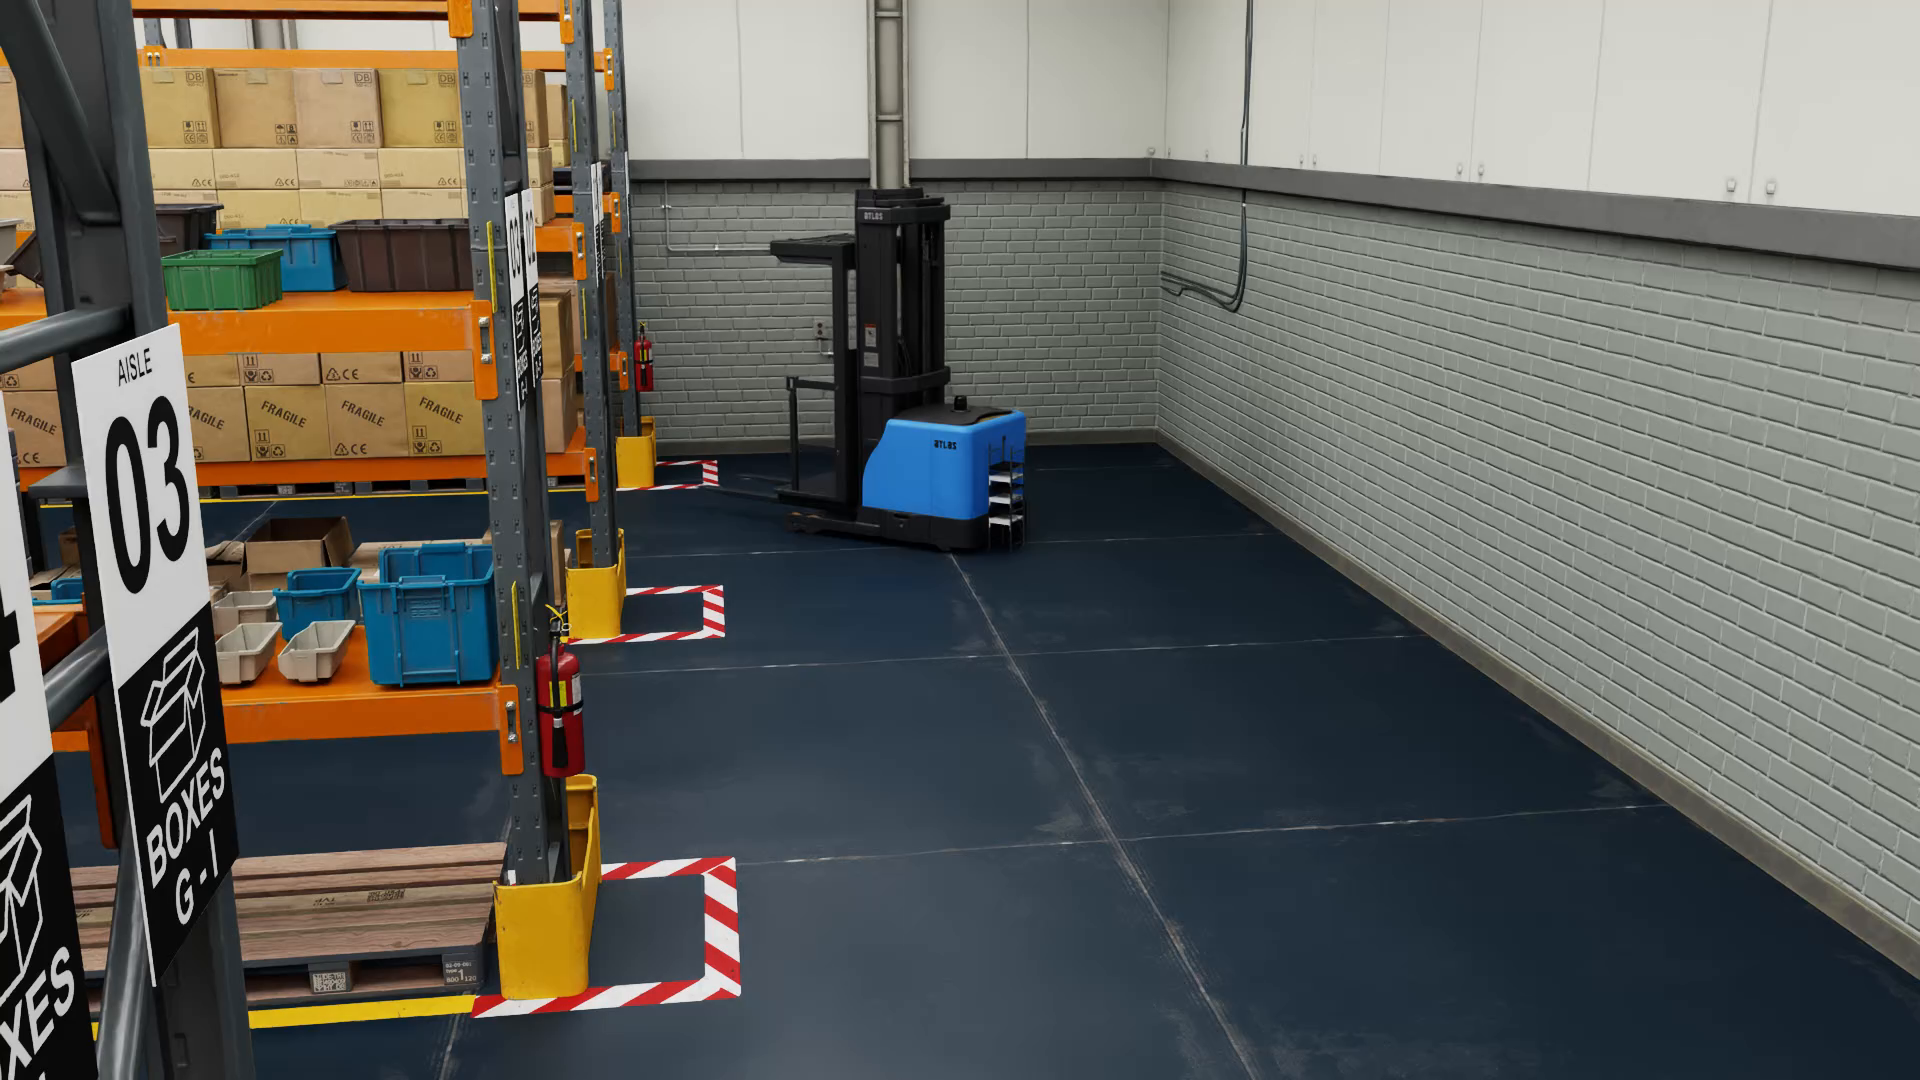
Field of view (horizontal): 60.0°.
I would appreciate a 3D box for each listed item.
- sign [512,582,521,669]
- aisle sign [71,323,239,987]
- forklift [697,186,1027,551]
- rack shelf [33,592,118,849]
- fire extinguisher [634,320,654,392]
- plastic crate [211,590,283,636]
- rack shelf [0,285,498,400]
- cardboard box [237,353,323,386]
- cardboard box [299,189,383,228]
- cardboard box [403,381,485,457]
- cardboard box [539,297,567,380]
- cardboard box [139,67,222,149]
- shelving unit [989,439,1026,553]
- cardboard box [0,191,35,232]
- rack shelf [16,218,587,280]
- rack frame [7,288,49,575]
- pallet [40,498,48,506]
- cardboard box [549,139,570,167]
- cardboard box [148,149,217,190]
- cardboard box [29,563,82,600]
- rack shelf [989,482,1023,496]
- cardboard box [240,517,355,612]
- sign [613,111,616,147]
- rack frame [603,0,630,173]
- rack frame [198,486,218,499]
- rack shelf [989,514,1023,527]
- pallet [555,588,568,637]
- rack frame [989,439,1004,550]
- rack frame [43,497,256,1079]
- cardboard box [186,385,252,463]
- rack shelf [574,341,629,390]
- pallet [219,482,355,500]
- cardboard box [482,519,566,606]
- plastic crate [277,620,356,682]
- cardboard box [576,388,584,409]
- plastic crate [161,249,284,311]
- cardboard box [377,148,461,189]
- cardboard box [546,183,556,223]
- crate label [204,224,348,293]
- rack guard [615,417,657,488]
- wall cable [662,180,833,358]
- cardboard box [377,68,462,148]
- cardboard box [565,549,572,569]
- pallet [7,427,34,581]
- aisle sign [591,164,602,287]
[{"bbox_3d":[-1.709,0.329,6.407,0.005,0.325,0.100,-2,14,-8],"label":"sign"},{"bbox_3d":[-1.042,0.132,2.184,0.004,0.787,0.394,-2,14,-8],"label":"aisle sign"},{"bbox_3d":[-0.949,-1.573,14.469,3.031,2.935,1.130,8,16,30],"label":"forklift"},{"bbox_3d":[-3.047,0.434,1.636,4.000,0.370,1.077,-2,14,-8],"label":"rack shelf"},{"bbox_3d":[-3.065,-1.783,16.089,0.183,0.674,0.296,-2,14,-8],"label":"fire extinguisher"},{"bbox_3d":[-3.100,0.321,7.192,0.298,0.136,0.250,-2,14,-8],"label":"plastic crate"},{"bbox_3d":[-3.784,-0.757,6.386,4.000,0.370,1.077,-2,14,-8],"label":"rack shelf"},{"bbox_3d":[-4.459,-1.309,11.015,0.500,0.500,0.500,-2,14,-7],"label":"cardboard box"},{"bbox_3d":[-3.998,-2.178,10.884,0.500,0.250,0.500,-2,14,-8],"label":"cardboard box"},{"bbox_3d":[-3.456,-0.862,11.288,0.500,0.500,0.500,-2,14,-8],"label":"cardboard box"},{"bbox_3d":[-2.940,-1.366,11.242,0.500,0.500,0.500,-2,14,-9],"label":"cardboard box"},{"bbox_3d":[-5.012,-2.789,10.749,0.500,0.500,0.700,-2,14,-8],"label":"cardboard box"},{"bbox_3d":[0.391,-0.364,13.822,0.210,0.900,0.258,8,16,30],"label":"shelving unit"},{"bbox_3d":[-5.979,-2.110,10.612,0.500,0.250,0.500,-2,14,-8],"label":"cardboard box"},{"bbox_3d":[-4.519,-1.949,11.138,4.000,0.370,1.077,-2,14,-8],"label":"rack shelf"},{"bbox_3d":[-6.496,-0.770,11.126,0.127,3.000,1.000,-2,14,-8],"label":"rack frame"},{"bbox_3d":[-9.199,-0.518,15.853,1.213,0.211,1.003,-2,14,-8],"label":"pallet"},{"bbox_3d":[-3.967,-3.650,15.685,0.500,0.250,0.500,-2,14,-7],"label":"cardboard box"},{"bbox_3d":[-4.988,-2.386,10.686,0.500,0.250,0.500,-2,14,-8],"label":"cardboard box"},{"bbox_3d":[-6.049,0.358,11.253,0.500,0.311,0.500,-2,14,-8],"label":"cardboard box"},{"bbox_3d":[0.391,-0.419,13.808,0.200,0.077,0.258,8,16,30],"label":"rack shelf"},{"bbox_3d":[-4.639,0.158,11.653,0.637,0.503,0.797,-2,14,-8],"label":"cardboard box"},{"bbox_3d":[-3.216,-3.821,15.469,0.005,0.325,0.100,-2,14,-8],"label":"sign"},{"bbox_3d":[-3.283,-5.016,15.725,0.127,3.000,1.000,-2,14,-8],"label":"rack frame"},{"bbox_3d":[-7.238,-1.961,15.877,0.127,3.000,1.000,-2,14,-8],"label":"rack frame"},{"bbox_3d":[0.391,-0.157,13.874,0.200,0.077,0.258,8,16,30],"label":"rack shelf"},{"bbox_3d":[-3.404,0.470,11.916,1.213,0.211,1.003,-2,14,-8],"label":"pallet"},{"bbox_3d":[0.304,-0.377,13.873,0.006,0.900,0.240,8,16,30],"label":"rack frame"},{"bbox_3d":[-1.069,1.468,2.202,0.127,3.000,1.000,-2,14,-8],"label":"rack frame"},{"bbox_3d":[-4.951,-0.808,11.073,0.500,0.500,0.500,-2,14,-9],"label":"cardboard box"},{"bbox_3d":[-5.260,-1.685,16.253,4.000,0.370,1.077,-2,14,-8],"label":"rack shelf"},{"bbox_3d":[-6.474,-0.618,16.251,1.213,0.211,1.003,-2,14,-8],"label":"pallet"},{"bbox_3d":[-3.042,0.163,11.640,0.500,0.500,0.500,-2,14,-8],"label":"cardboard box"},{"bbox_3d":[-2.586,0.448,6.686,0.243,0.136,0.396,-2,14,-8],"label":"plastic crate"},{"bbox_3d":[-3.866,-1.416,16.642,0.250,0.149,0.380,-2,14,-8],"label":"cardboard box"},{"bbox_3d":[-2.739,-0.971,6.197,0.336,0.188,0.450,-2,14,-8],"label":"plastic crate"},{"bbox_3d":[-3.505,-2.442,10.905,0.500,0.250,0.500,-2,14,-8],"label":"cardboard box"},{"bbox_3d":[-3.087,-2.340,11.527,0.500,0.250,0.500,-2,14,-8],"label":"cardboard box"},{"bbox_3d":[-2.767,-1.151,6.782,0.502,0.251,0.408,-2,14,-8],"label":"crate label"},{"bbox_3d":[-3.259,-0.895,16.762,0.348,0.500,1.175,-2,14,-8],"label":"rack guard"},{"bbox_3d":[-2.157,-2.873,17.424,1.851,1.984,0.084,-2,14,-8],"label":"wall cable"},{"bbox_3d":[-3.554,-2.883,11.124,0.500,0.500,0.700,-2,14,-8],"label":"cardboard box"},{"bbox_3d":[-3.006,0.187,12.266,0.250,0.149,0.380,-2,14,-8],"label":"cardboard box"},{"bbox_3d":[-1.801,0.085,1.731,1.213,0.211,1.003,-2,14,-8],"label":"pallet"},{"bbox_3d":[-2.428,-2.105,11.104,0.004,0.787,0.394,-2,14,-8],"label":"aisle sign"}]
